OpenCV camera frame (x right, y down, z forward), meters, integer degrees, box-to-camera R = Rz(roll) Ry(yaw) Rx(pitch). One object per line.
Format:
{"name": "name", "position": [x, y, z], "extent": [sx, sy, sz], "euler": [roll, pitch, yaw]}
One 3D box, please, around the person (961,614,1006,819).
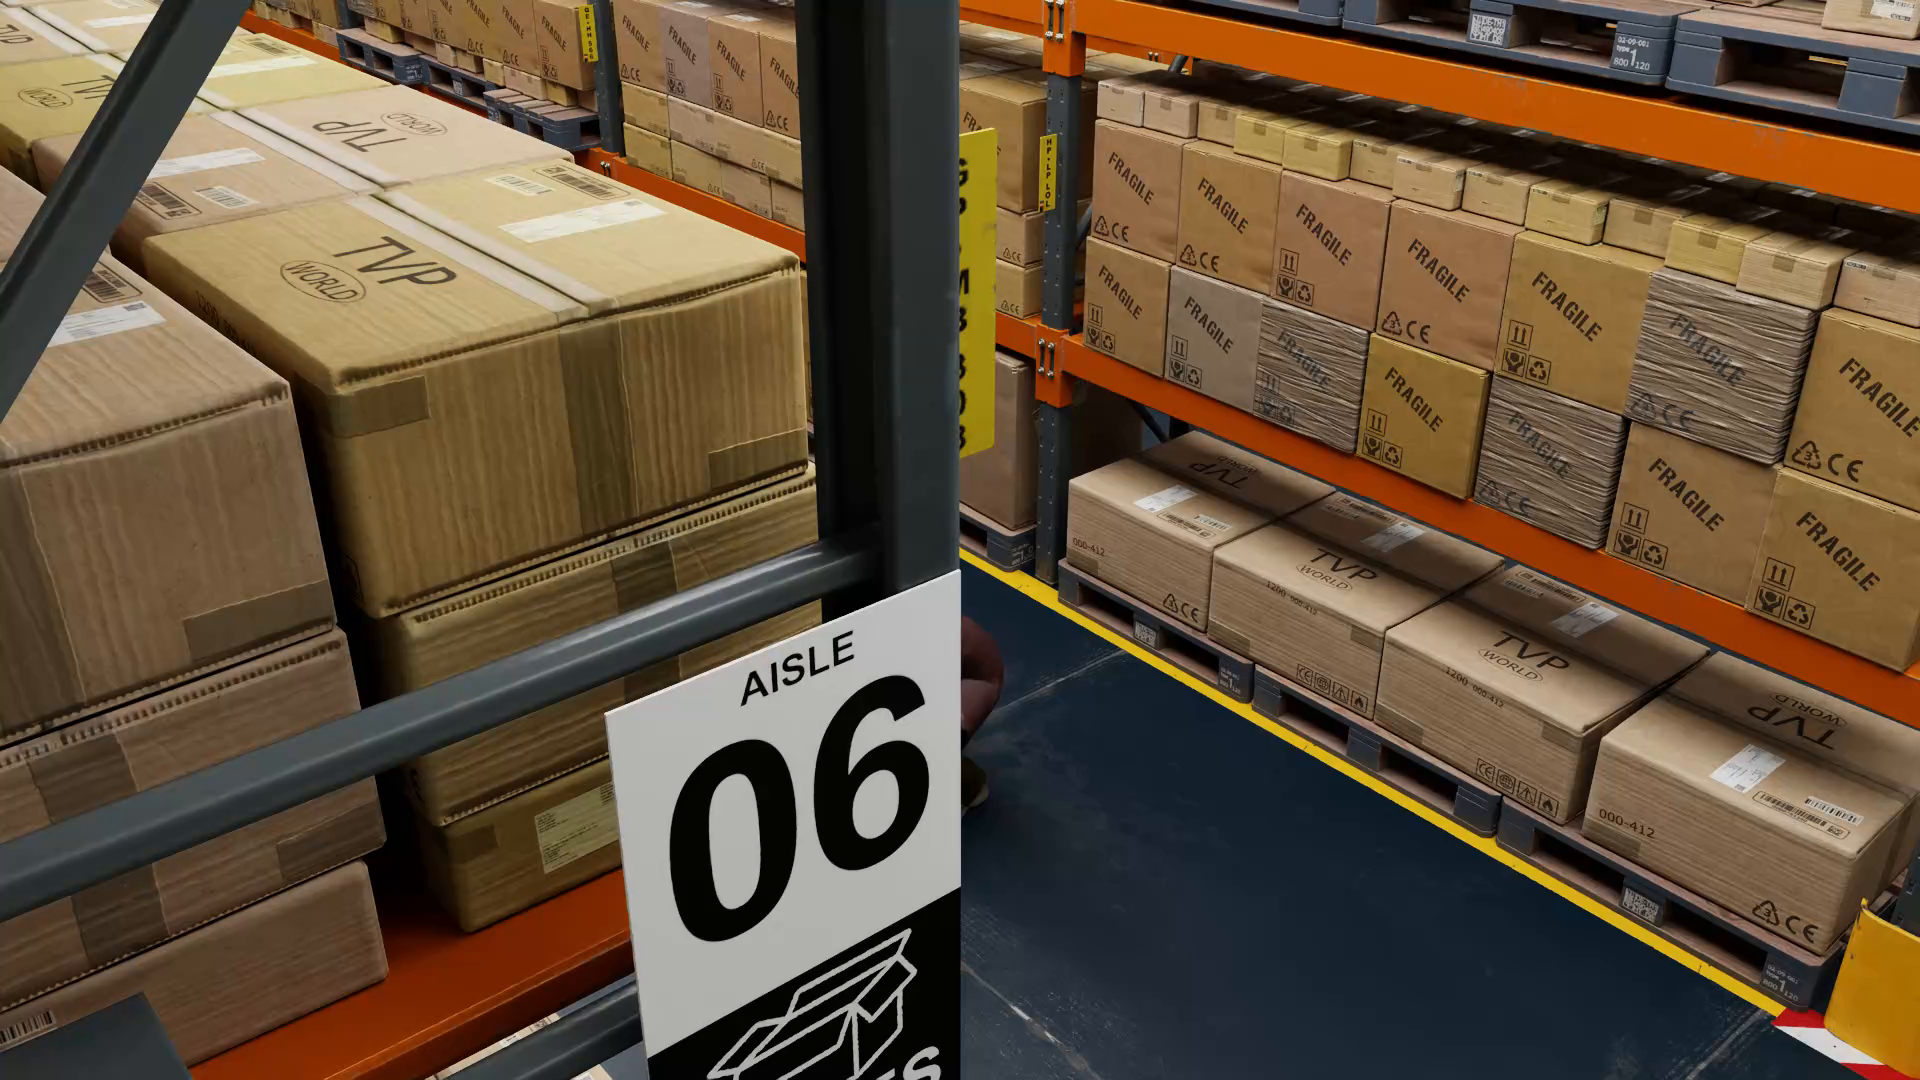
{"name": "person", "position": [-0.230, 0.626, 6.284], "extent": [0.937, 1.004, 0.580], "euler": [-23, 35, -36]}
